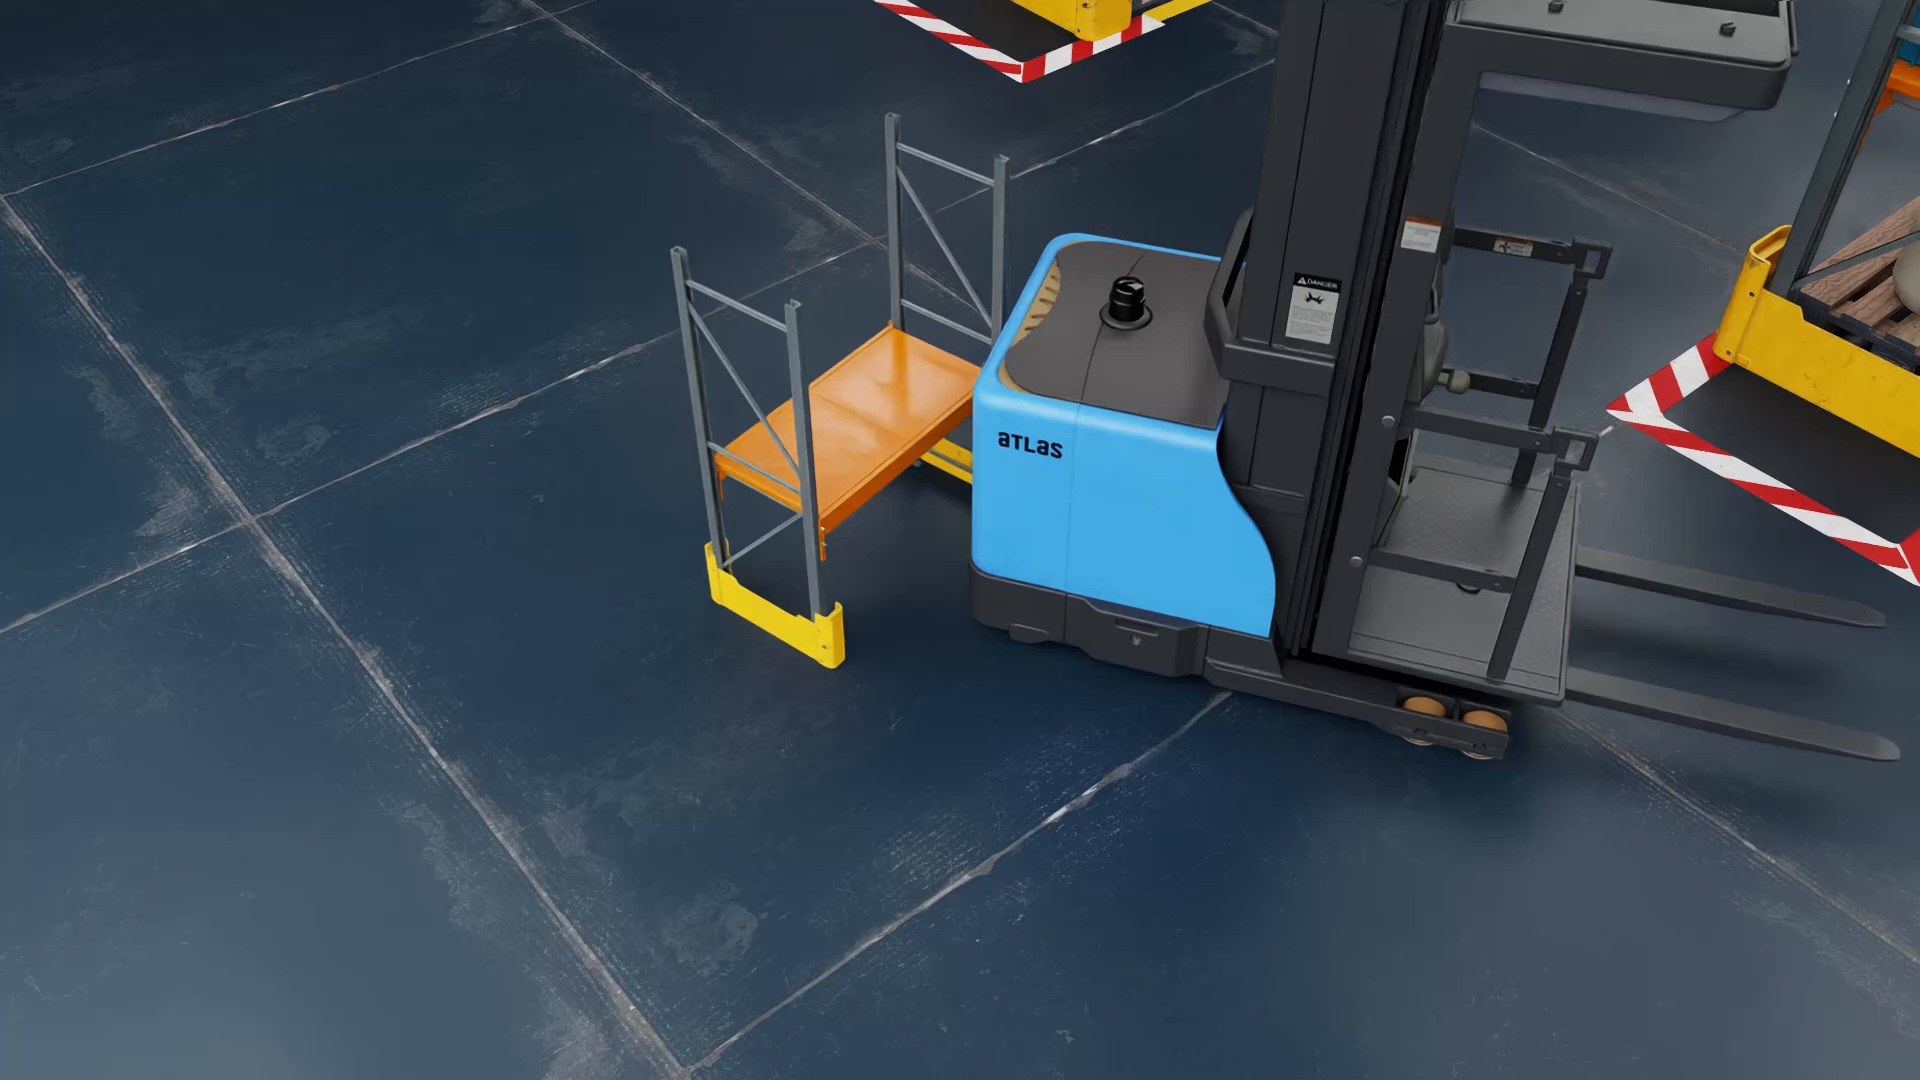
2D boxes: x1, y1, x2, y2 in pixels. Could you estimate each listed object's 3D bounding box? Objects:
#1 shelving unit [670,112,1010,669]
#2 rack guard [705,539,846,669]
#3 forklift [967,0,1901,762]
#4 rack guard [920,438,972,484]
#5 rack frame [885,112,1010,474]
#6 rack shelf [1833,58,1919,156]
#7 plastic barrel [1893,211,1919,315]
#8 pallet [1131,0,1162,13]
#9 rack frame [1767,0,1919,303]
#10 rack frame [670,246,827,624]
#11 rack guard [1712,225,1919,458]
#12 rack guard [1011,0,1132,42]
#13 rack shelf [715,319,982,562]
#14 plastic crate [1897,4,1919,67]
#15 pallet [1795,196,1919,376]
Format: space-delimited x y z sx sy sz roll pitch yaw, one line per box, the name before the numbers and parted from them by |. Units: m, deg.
shelving unit | -0.348 -0.509 5.696 0.587 1.500 1.083 28 50 26
rack guard | -0.650 0.218 5.836 0.587 0.250 0.087 28 50 26
forklift | 1.601 -0.757 4.915 3.031 2.935 1.130 13 45 13
rack guard | -0.046 -0.325 6.413 0.587 0.250 0.087 28 50 26
rack frame | -0.045 -0.781 5.986 0.500 1.500 0.032 28 50 26
rack shelf | 5.203 -2.233 6.963 4.000 0.370 1.077 -30 51 -28
plastic barrel | 4.125 -1.193 6.839 0.421 0.512 0.421 0 43 0
pallet | 1.054 -3.561 9.888 1.213 0.211 1.003 -30 51 -28
rack frame | 3.669 -1.617 5.781 0.127 3.000 1.000 -30 51 -28
rack frame | -0.661 -0.227 5.396 0.500 1.500 0.032 28 50 26
rack guard | 3.697 -0.764 6.698 0.348 0.500 1.175 -30 51 -28
rack guard | 0.476 -3.298 9.397 0.348 0.500 1.175 -30 51 -28
rack shelf | -0.353 -0.373 5.814 0.538 0.185 1.000 28 50 26
plastic crate | 3.861 -1.940 6.233 0.616 0.251 0.499 -30 51 -28
pallet | 4.324 -1.013 7.174 1.213 0.211 1.003 -30 51 -28
